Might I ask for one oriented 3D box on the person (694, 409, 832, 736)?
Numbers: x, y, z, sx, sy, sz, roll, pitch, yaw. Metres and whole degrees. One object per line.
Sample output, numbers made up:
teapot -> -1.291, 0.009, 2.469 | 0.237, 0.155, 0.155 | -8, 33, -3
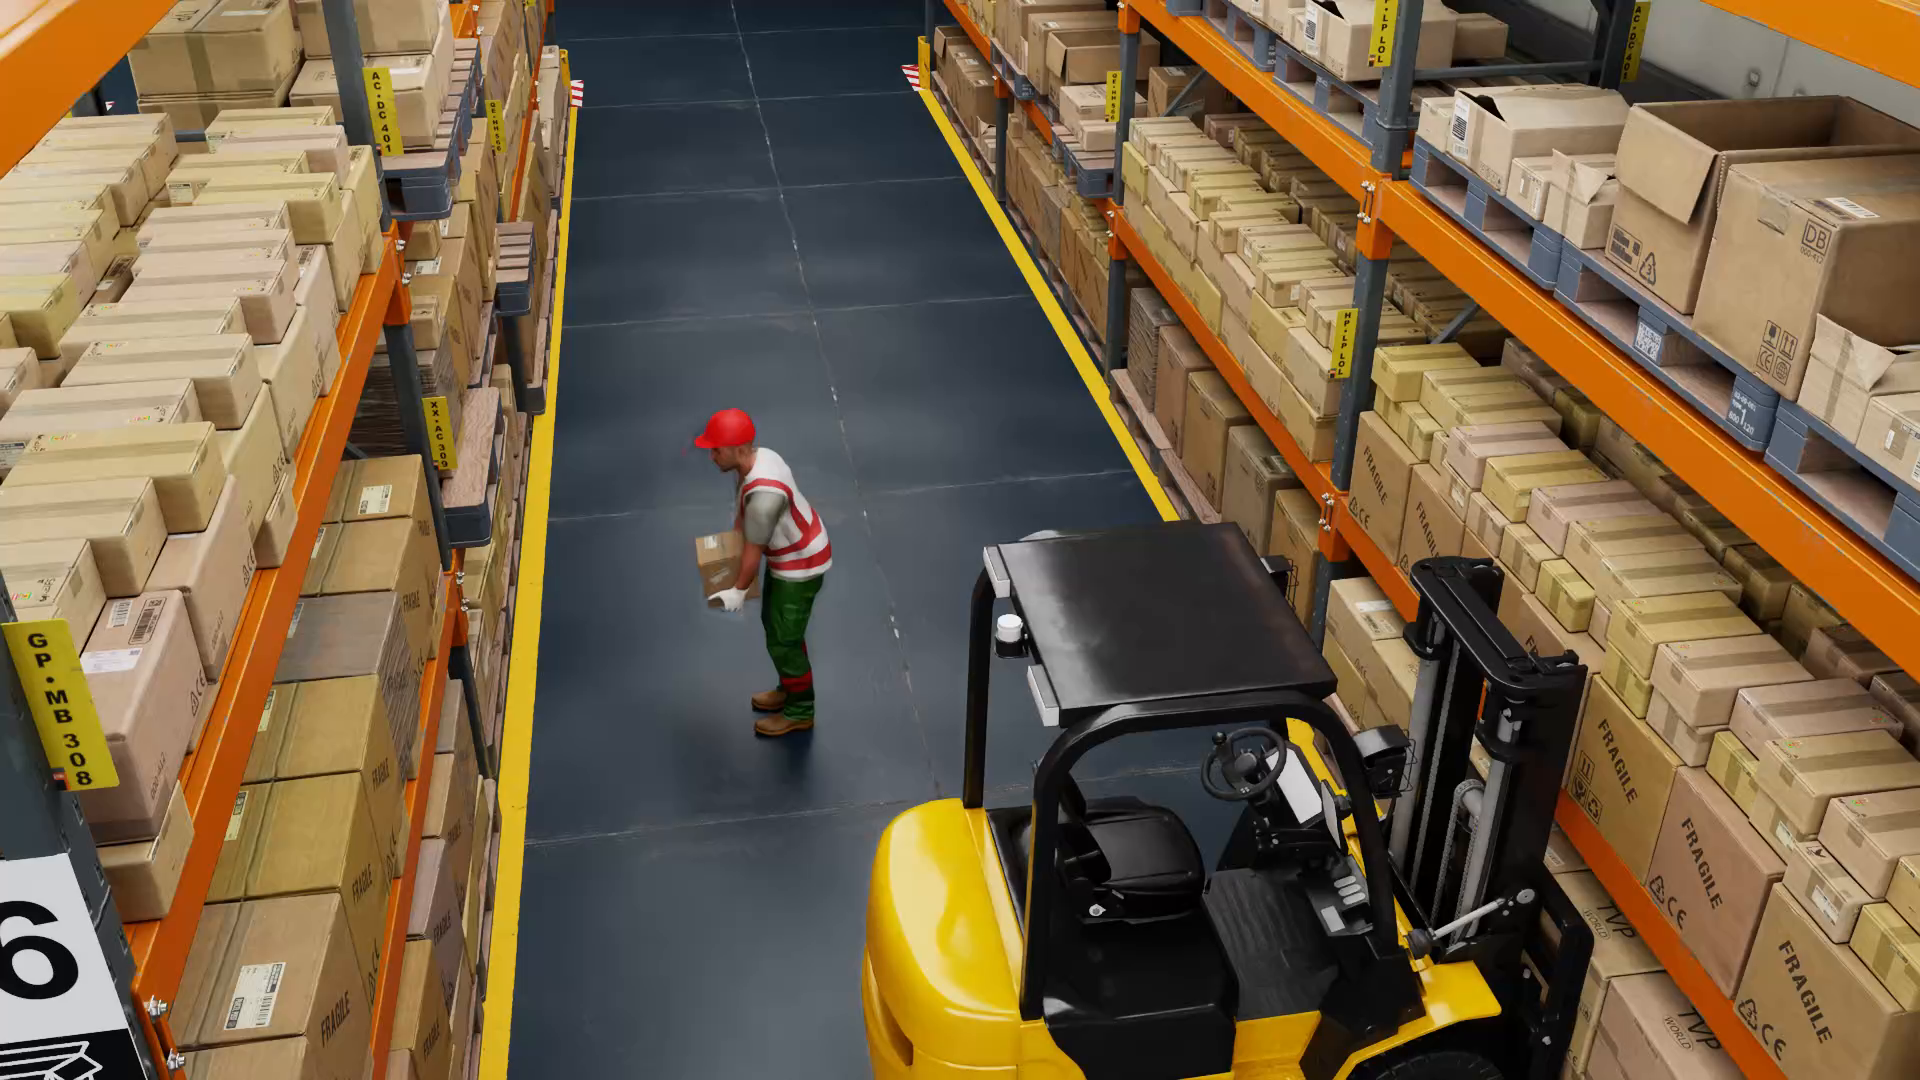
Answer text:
person -> -0.912, 0.151, 7.919 | 0.601, 1.725, 0.481 | -6, 31, -10
